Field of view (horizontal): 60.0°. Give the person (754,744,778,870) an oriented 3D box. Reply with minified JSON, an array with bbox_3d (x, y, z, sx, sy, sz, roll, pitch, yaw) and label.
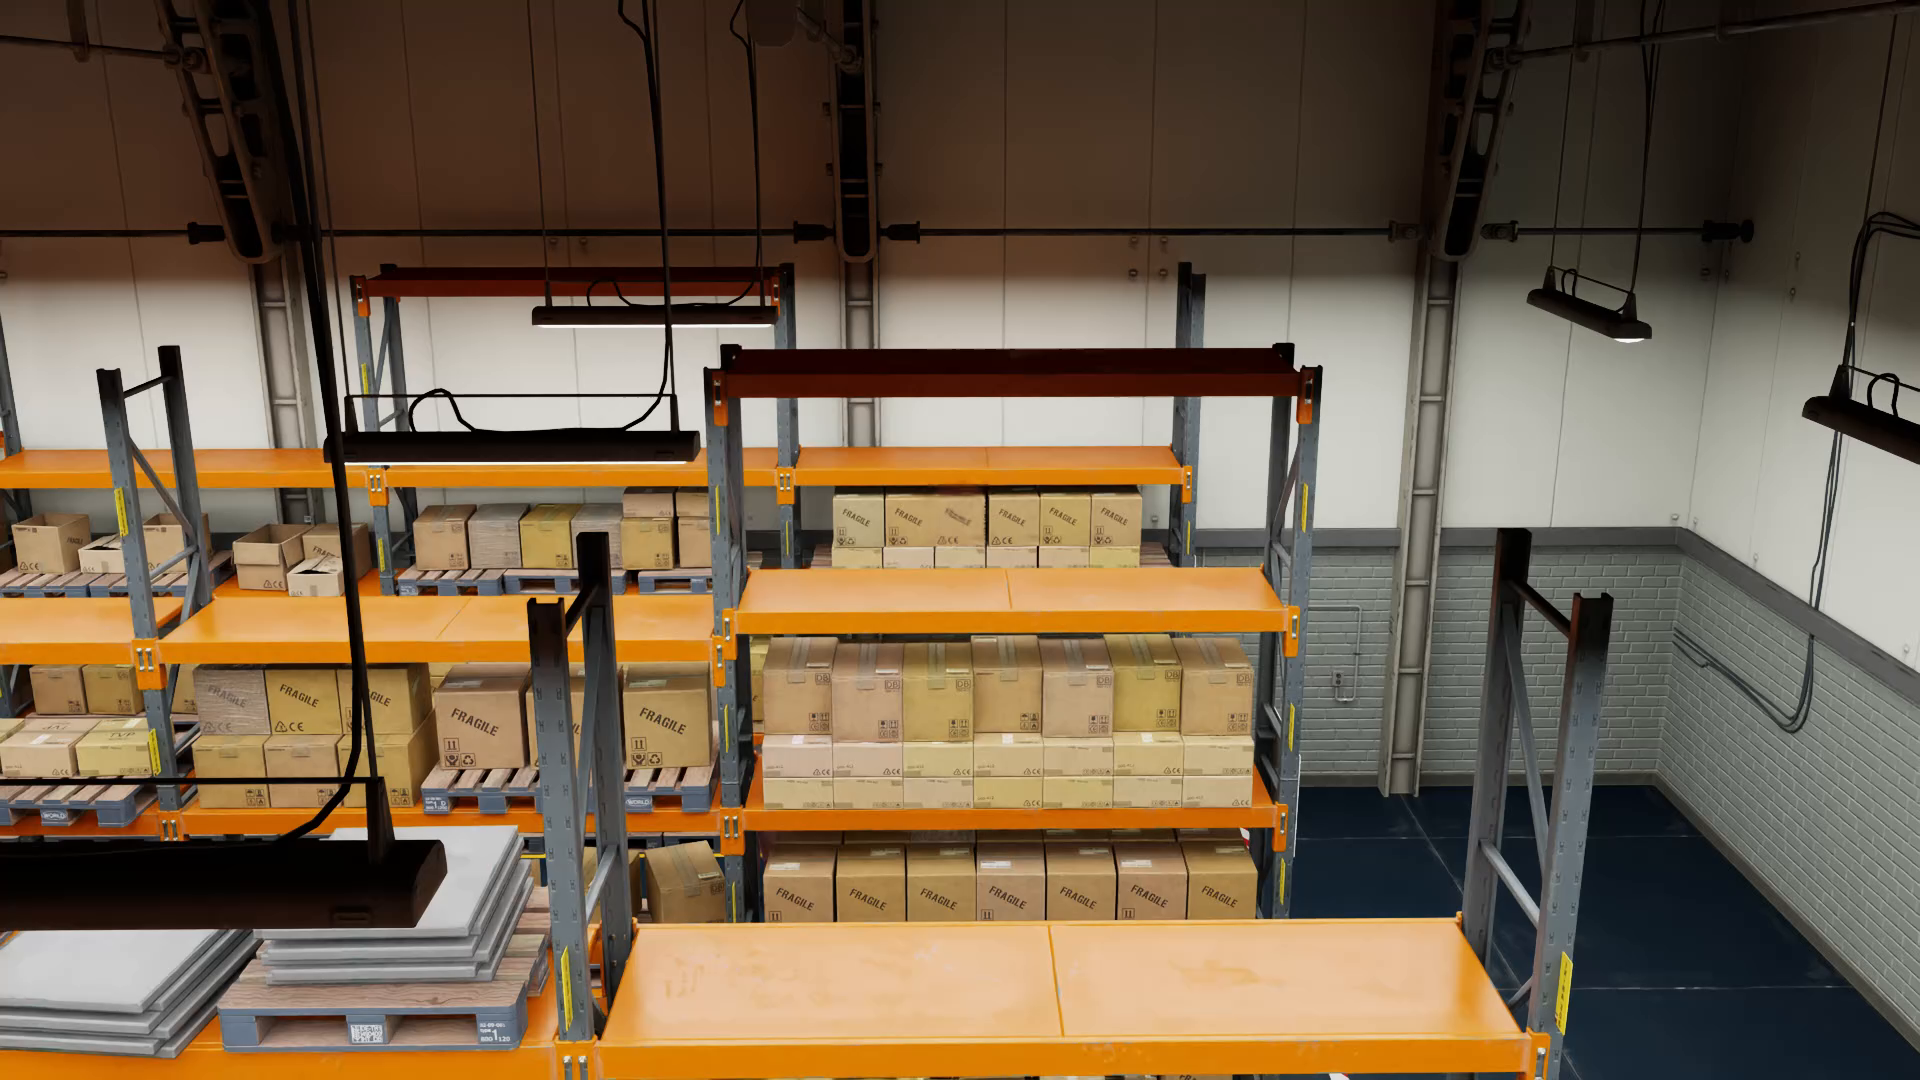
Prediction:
[{"bbox_3d":[-1.944,2.775,16.120,0.754,1.697,0.471,1,16,4],"label":"person"}]
